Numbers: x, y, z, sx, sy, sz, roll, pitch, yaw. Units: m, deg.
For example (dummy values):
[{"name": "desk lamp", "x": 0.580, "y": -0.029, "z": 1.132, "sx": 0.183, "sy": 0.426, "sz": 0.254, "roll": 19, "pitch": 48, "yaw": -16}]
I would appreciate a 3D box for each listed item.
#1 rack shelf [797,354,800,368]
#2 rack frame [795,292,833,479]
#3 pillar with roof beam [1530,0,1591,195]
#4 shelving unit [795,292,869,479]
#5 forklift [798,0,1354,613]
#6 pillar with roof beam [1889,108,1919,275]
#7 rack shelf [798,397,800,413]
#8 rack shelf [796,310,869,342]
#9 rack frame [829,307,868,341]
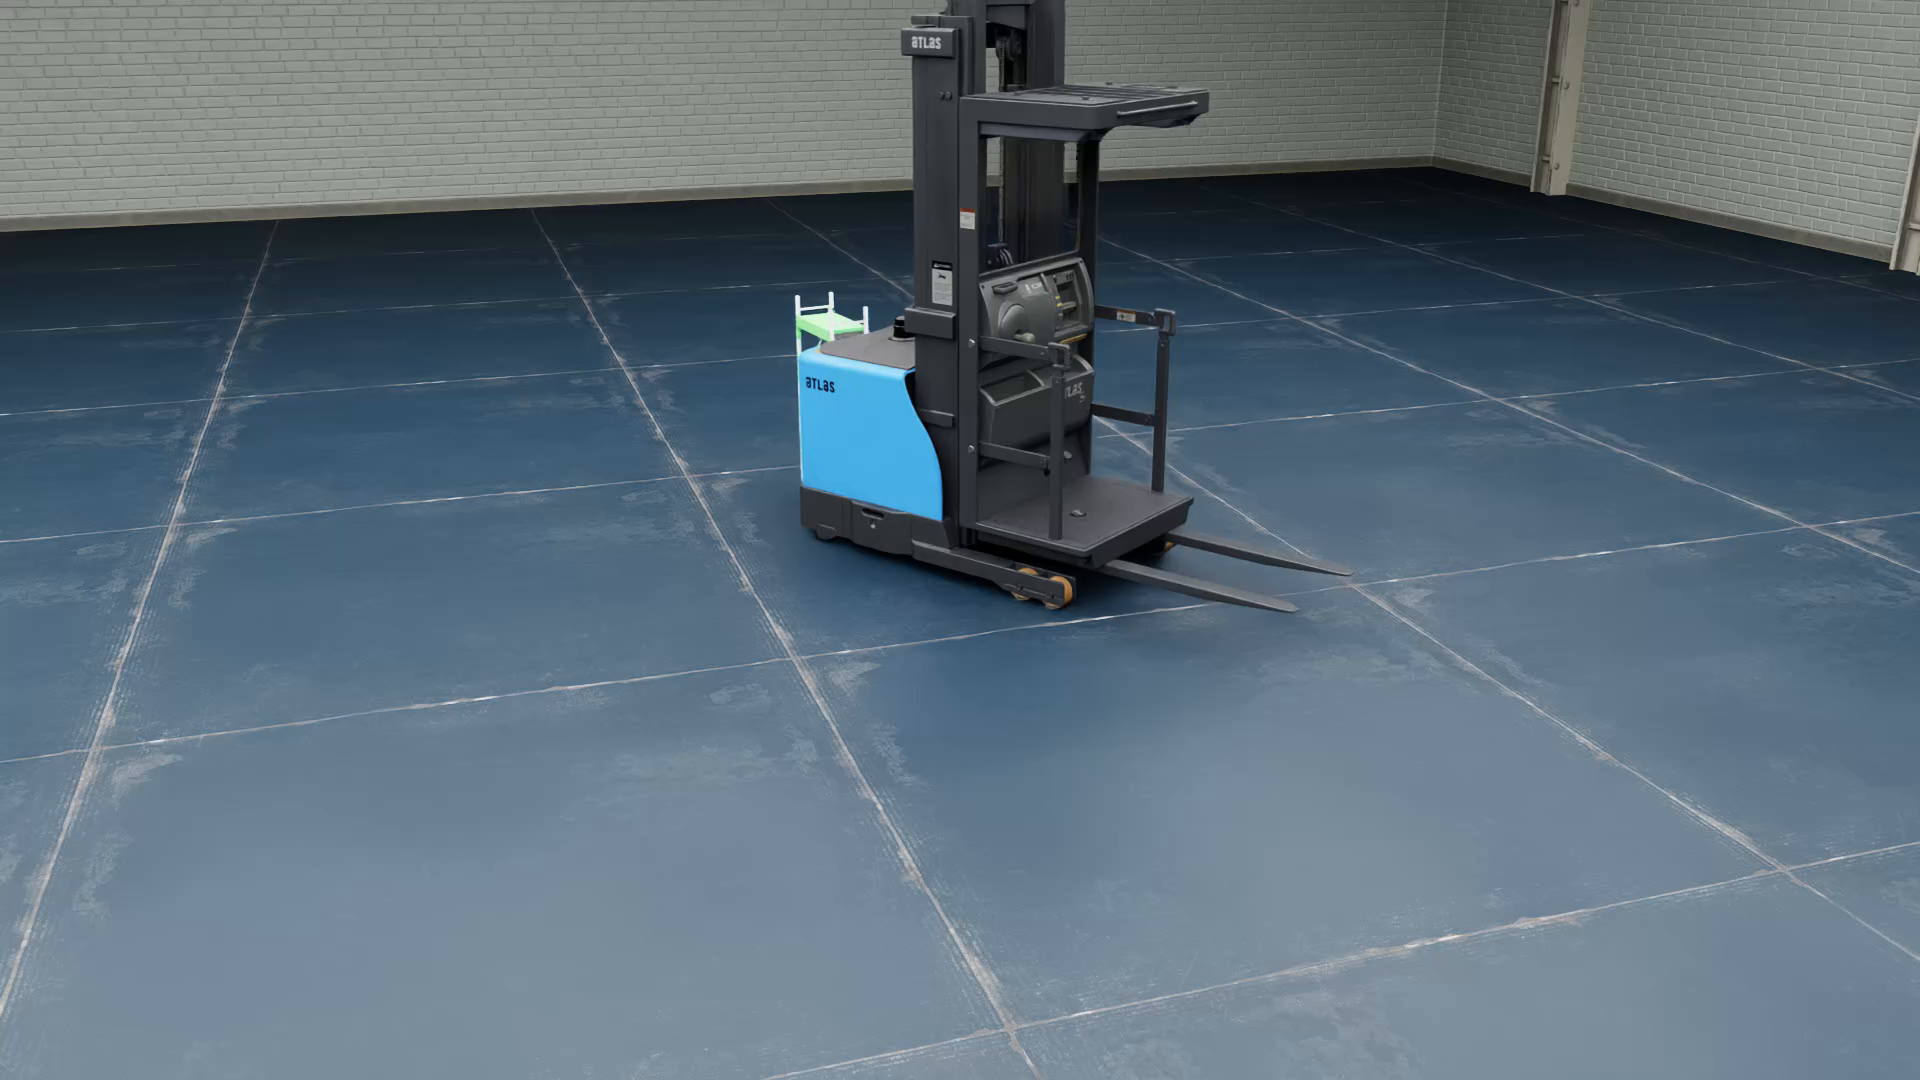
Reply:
[{"name": "rack shelf", "x": -0.758, "y": -1.003, "z": 9.914, "sx": 0.258, "sy": 0.148, "sz": 0.480, "roll": -10, "pitch": 22, "yaw": -27}, {"name": "rack frame", "x": -0.874, "y": -0.910, "z": 10.176, "sx": 0.240, "sy": 1.200, "sz": 0.015, "roll": -10, "pitch": 22, "yaw": -27}, {"name": "pillar with roof beam", "x": 3.868, "y": -8.469, "z": 19.684, "sx": 9.100, "sy": 9.000, "sz": 0.400, "roll": -6, "pitch": 21, "yaw": -17}, {"name": "shelving unit", "x": -0.758, "y": -0.838, "z": 9.974, "sx": 0.258, "sy": 1.200, "sz": 0.503, "roll": -10, "pitch": 22, "yaw": -27}, {"name": "forklift", "x": 0.570, "y": -1.232, "z": 8.510, "sx": 3.031, "sy": 2.935, "sz": 1.130, "roll": 15, "pitch": 24, "yaw": 35}, {"name": "pillar with roof beam", "x": 5.754, "y": -6.544, "z": 14.324, "sx": 9.100, "sy": 9.000, "sz": 0.400, "roll": -6, "pitch": 21, "yaw": -17}, {"name": "rack shelf", "x": -0.758, "y": -0.778, "z": 9.995, "sx": 0.258, "sy": 0.148, "sz": 0.480, "roll": -10, "pitch": 22, "yaw": -27}, {"name": "rack shelf", "x": -0.758, "y": -1.229, "z": 9.833, "sx": 0.258, "sy": 0.148, "sz": 0.480, "roll": -10, "pitch": 22, "yaw": -27}, {"name": "rack frame", "x": -0.642, "y": -0.765, "z": 9.772, "sx": 0.240, "sy": 1.200, "sz": 0.015, "roll": -10, "pitch": 22, "yaw": -27}]
